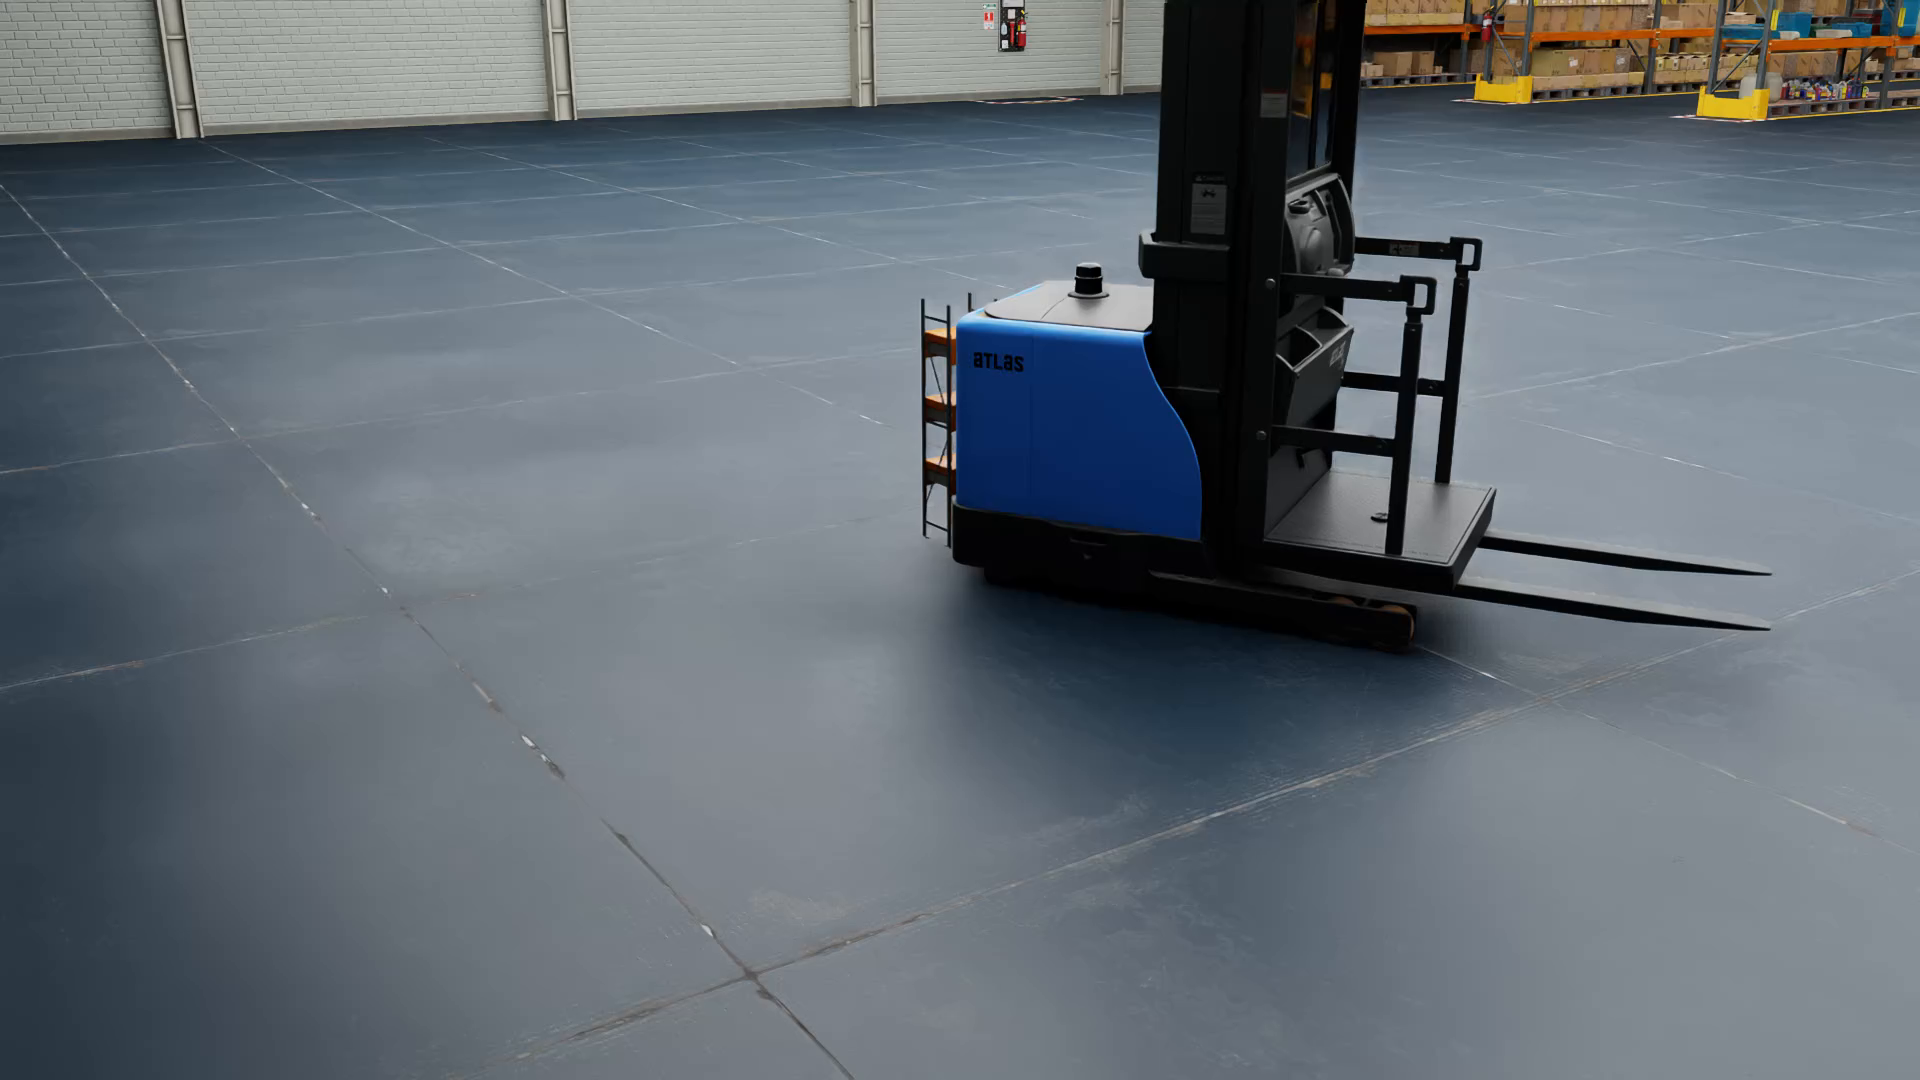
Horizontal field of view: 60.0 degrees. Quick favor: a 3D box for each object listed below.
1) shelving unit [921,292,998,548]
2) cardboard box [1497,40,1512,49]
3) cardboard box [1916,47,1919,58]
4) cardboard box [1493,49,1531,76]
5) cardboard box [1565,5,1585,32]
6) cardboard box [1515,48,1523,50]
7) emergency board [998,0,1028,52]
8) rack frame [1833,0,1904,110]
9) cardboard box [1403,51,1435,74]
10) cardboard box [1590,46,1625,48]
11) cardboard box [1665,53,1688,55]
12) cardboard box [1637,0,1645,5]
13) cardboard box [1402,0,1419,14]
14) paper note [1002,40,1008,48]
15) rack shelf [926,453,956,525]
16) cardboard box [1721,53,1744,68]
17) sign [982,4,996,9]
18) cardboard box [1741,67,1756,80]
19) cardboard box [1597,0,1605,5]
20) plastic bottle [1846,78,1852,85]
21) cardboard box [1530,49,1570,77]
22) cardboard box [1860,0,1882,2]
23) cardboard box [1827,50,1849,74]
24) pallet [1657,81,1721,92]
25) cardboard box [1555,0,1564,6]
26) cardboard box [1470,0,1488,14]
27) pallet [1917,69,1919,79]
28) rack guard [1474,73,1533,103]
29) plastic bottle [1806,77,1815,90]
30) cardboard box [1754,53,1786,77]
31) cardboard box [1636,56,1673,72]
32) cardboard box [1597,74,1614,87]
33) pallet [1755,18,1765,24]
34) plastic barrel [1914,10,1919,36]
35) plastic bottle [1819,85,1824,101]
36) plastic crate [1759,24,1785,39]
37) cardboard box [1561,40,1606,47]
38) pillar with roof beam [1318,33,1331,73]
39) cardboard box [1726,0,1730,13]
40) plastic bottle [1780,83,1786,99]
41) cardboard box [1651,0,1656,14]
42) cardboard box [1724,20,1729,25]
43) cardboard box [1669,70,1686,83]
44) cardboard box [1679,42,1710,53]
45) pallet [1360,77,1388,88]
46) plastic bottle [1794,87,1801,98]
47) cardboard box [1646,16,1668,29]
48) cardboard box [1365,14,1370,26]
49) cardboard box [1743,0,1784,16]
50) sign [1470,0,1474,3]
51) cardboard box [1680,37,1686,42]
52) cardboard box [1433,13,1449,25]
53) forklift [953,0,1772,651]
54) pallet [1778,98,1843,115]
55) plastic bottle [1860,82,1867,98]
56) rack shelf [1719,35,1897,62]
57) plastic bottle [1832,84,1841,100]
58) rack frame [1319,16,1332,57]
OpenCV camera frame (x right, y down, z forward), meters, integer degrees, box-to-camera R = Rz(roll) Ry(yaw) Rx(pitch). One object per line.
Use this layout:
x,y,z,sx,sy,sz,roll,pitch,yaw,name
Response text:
-0.003,-0.511,7.117,0.252,1.050,0.215,-13,23,-34,shelving unit
12.823,-11.878,39.740,0.500,0.250,0.500,-13,22,-33,cardboard box
23.850,-11.845,40.814,0.500,0.500,0.500,-12,22,-31,cardboard box
11.090,-9.590,33.394,0.500,0.500,0.500,-12,22,-31,cardboard box
12.057,-10.470,33.375,0.500,0.500,0.700,-12,22,-31,cardboard box
13.294,-11.626,40.167,0.500,0.500,0.700,-12,22,-32,cardboard box
1.092,-10.361,33.209,0.643,1.169,0.194,-12,22,-31,emergency board
16.868,-9.543,30.789,0.127,3.000,1.000,-12,22,-31,rack frame
10.575,-11.024,38.385,0.500,0.500,0.500,-14,23,-35,cardboard box
13.587,-10.122,34.969,0.500,0.500,0.500,-12,22,-31,cardboard box
15.598,-10.447,36.224,0.500,0.311,0.500,-12,22,-32,cardboard box
13.830,-11.075,34.152,0.250,0.149,0.380,-12,22,-33,cardboard box
9.920,-12.054,37.247,0.500,0.500,0.500,-11,22,-30,cardboard box
0.906,-9.931,33.312,0.142,0.148,0.016,-12,22,-31,paper note
-0.003,-0.238,7.210,0.240,0.259,0.215,-13,23,-34,rack shelf
16.755,-10.484,36.334,0.500,0.311,0.500,-12,22,-32,cardboard box
0.582,-10.558,32.907,0.331,0.109,0.001,-12,22,-31,sign
17.182,-10.312,36.700,0.500,0.250,0.500,-11,22,-30,cardboard box
12.756,-10.847,33.478,0.250,0.149,0.380,-11,22,-30,cardboard box
16.409,-8.345,30.693,0.185,0.351,0.144,-12,22,-31,plastic bottle
11.793,-9.539,33.244,0.500,0.500,0.500,-12,22,-31,cardboard box
21.377,-12.807,38.725,0.500,0.500,0.500,-11,22,-30,cardboard box
20.156,-11.054,38.473,0.500,0.500,0.500,-12,22,-31,cardboard box
15.761,-9.904,36.211,1.213,0.211,1.003,-12,22,-31,pallet
11.680,-10.621,32.809,0.250,0.149,0.380,-12,22,-31,cardboard box
11.863,-12.529,38.779,0.500,0.500,0.700,-12,22,-31,cardboard box
23.440,-11.507,40.953,1.213,0.211,1.003,-12,22,-31,pallet
10.786,-8.976,33.014,0.348,0.500,1.175,-12,22,-31,rack guard
15.808,-8.432,30.952,0.185,0.351,0.144,-13,23,-34,plastic bottle
18.025,-10.601,37.135,0.500,0.500,0.500,-11,22,-29,cardboard box
14.629,-10.037,35.012,0.500,0.311,0.500,-12,22,-31,cardboard box
13.047,-9.447,34.144,0.500,0.250,0.500,-12,22,-31,cardboard box
18.015,-11.620,37.234,1.003,0.211,1.213,-12,22,-31,pallet
17.788,-9.717,31.092,0.433,0.535,0.433,0,19,0,plastic barrel
15.499,-8.051,29.948,0.097,0.271,0.097,0,19,0,plastic bottle
14.326,-9.049,29.560,0.408,0.251,0.499,-12,22,-31,plastic crate
15.446,-12.173,41.268,0.750,0.750,0.750,-12,22,-32,cardboard box
10.555,-13.534,33.226,0.400,9.000,9.100,-12,22,-31,pillar with roof beam
19.778,-14.093,43.780,0.700,0.700,0.980,-13,23,-34,cardboard box
15.046,-8.234,30.484,0.135,0.276,0.152,-12,22,-31,plastic bottle
17.433,-13.559,42.015,0.500,0.500,0.500,-12,22,-31,cardboard box
16.454,-11.215,36.125,0.250,0.149,0.380,-10,21,-27,cardboard box
15.048,-9.859,35.363,0.500,0.250,0.500,-11,22,-30,cardboard box
19.203,-12.809,43.696,0.500,0.500,0.700,-12,22,-32,cardboard box
8.840,-10.314,37.425,1.213,0.211,1.003,-12,22,-31,pallet
15.401,-8.229,30.585,0.097,0.201,0.097,0,19,0,plastic bottle
14.534,-10.896,35.025,0.500,0.250,0.500,-10,21,-28,cardboard box
8.661,-11.428,36.567,0.500,0.250,0.500,-13,22,-33,cardboard box
17.952,-11.961,37.128,0.700,0.500,0.500,14,23,35,cardboard box
11.724,-12.459,38.063,0.005,0.325,0.100,-12,22,-31,sign
19.210,-13.196,43.829,0.250,0.149,0.380,-13,22,-33,cardboard box
10.770,-11.881,37.909,0.500,0.250,0.500,-12,22,-31,cardboard box
1.528,-1.178,6.151,3.031,2.935,1.130,9,20,24,forklift
15.264,-7.899,30.279,1.213,0.211,1.003,-12,22,-31,pallet
16.648,-8.292,30.642,0.133,0.283,0.061,-11,21,-29,plastic bottle
15.198,-8.850,29.862,4.000,0.370,1.077,-12,22,-31,rack shelf
15.921,-8.152,30.241,0.135,0.276,0.152,-11,22,-30,plastic bottle
8.079,-11.488,36.543,0.127,3.000,1.000,-12,22,-31,rack frame
